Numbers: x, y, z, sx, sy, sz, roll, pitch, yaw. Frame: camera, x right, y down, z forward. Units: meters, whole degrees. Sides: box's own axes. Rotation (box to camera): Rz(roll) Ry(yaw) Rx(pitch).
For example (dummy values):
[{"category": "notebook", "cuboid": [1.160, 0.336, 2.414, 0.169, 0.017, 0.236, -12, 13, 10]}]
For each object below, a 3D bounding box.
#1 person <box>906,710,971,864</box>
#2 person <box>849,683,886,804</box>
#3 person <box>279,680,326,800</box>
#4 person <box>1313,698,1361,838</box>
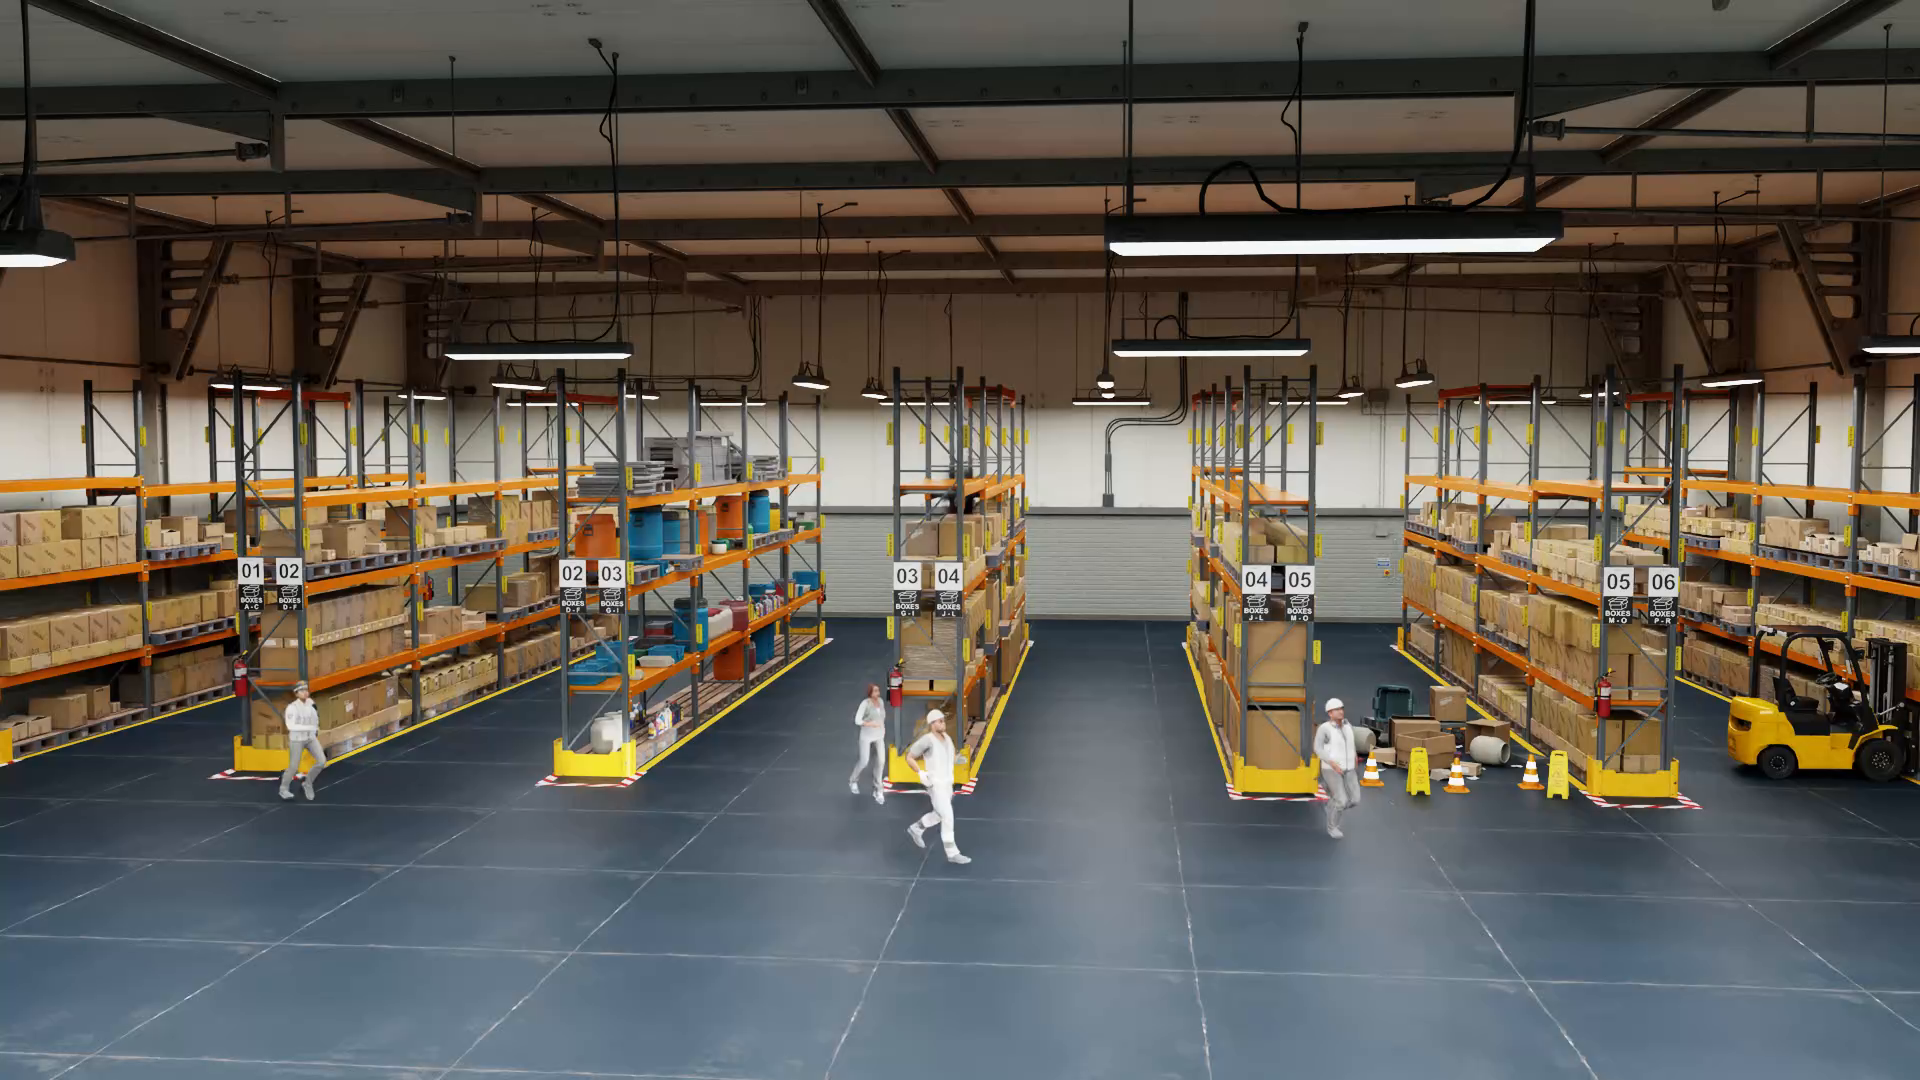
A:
[{"category": "person", "cuboid": [-0.263, 2.879, 19.596, 0.985, 1.768, 0.665, 2, 4, 35]}, {"category": "person", "cuboid": [-1.234, 2.775, 22.967, 0.557, 1.635, 0.749, -2, 4, -34]}, {"category": "person", "cuboid": [-8.979, 2.737, 22.771, 0.823, 1.662, 0.621, 2, 4, 35]}, {"category": "person", "cuboid": [4.737, 2.848, 20.821, 0.667, 1.736, 0.526, -2, 4, -27]}]
